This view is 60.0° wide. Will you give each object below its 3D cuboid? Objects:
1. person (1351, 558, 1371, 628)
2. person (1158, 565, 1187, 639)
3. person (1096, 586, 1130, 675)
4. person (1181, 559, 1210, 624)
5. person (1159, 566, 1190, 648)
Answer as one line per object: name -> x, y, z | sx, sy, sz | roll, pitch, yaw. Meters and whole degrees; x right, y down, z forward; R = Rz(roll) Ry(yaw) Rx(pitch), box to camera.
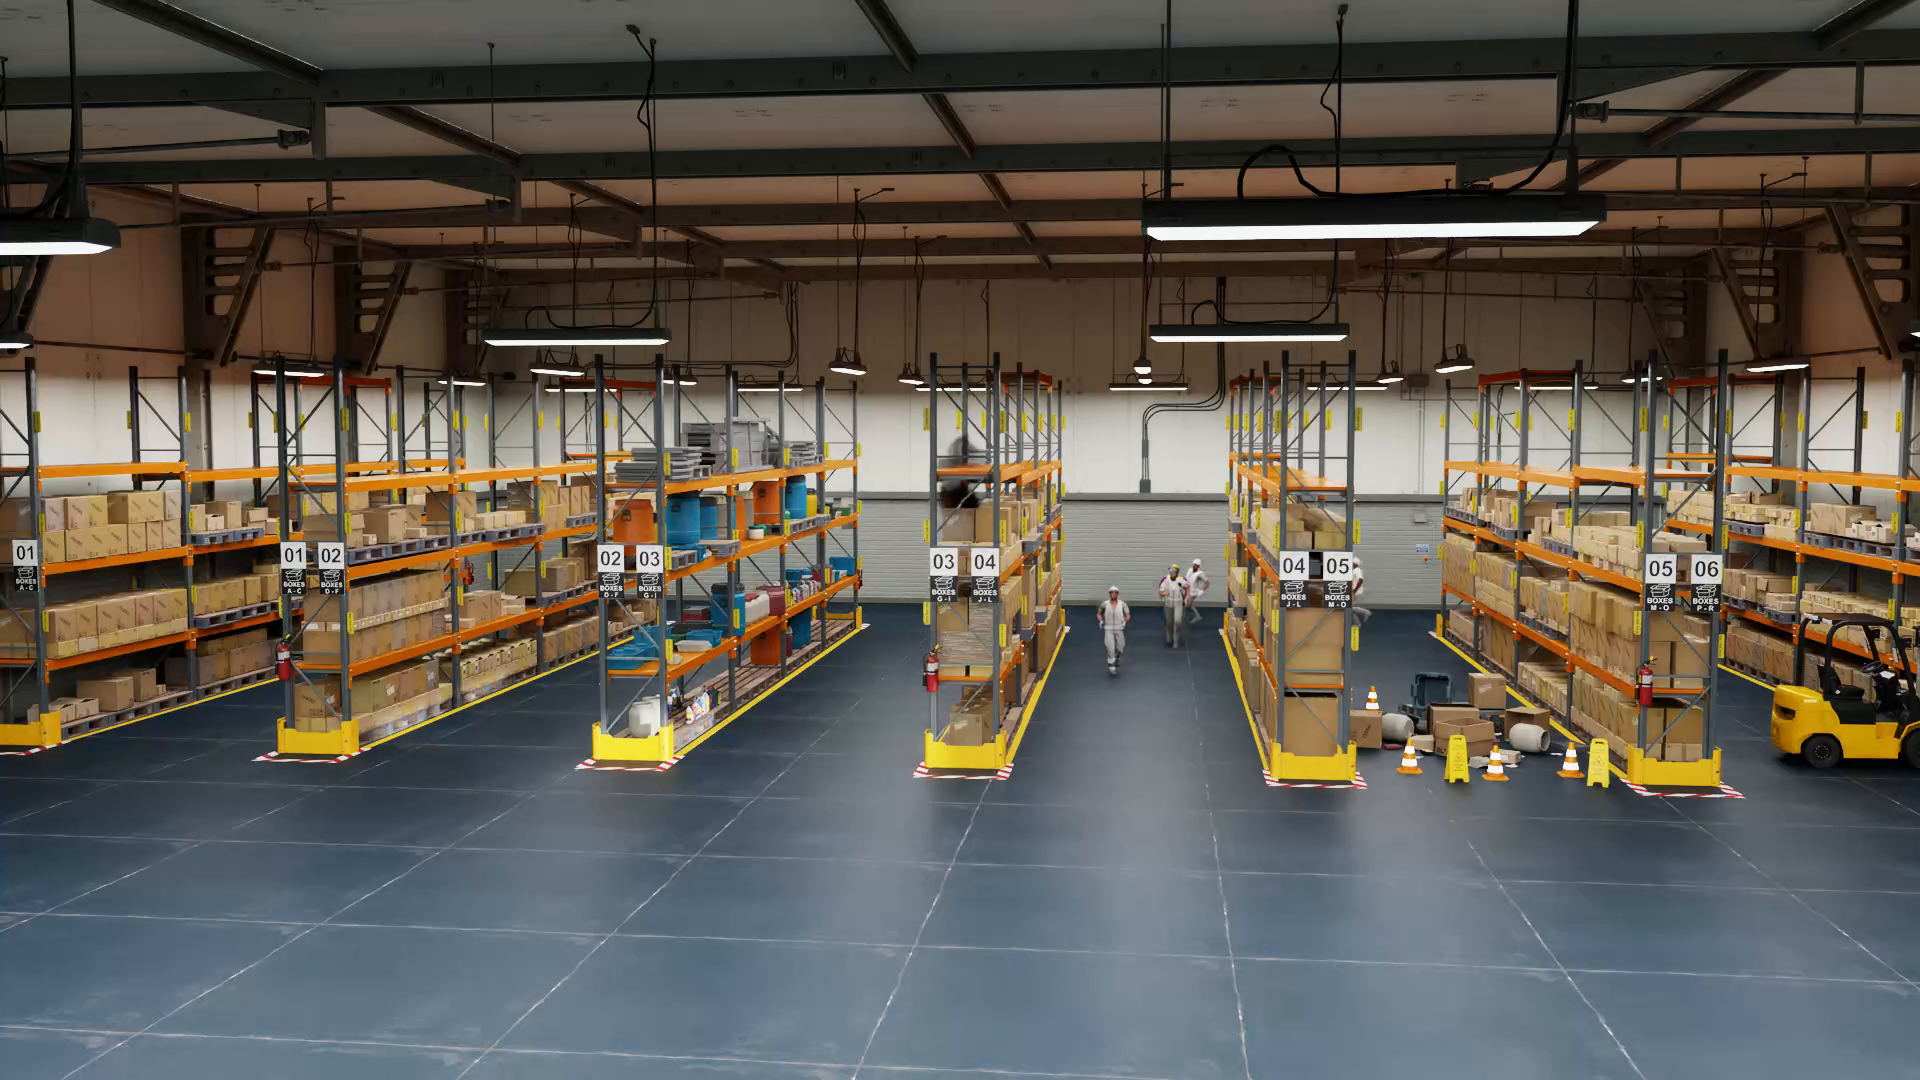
person -> 9.660, 1.297, 40.357 | 0.654, 1.738, 0.713 | 1, 4, 16
person -> 4.957, 1.424, 38.559 | 0.719, 1.725, 0.653 | 1, 4, 13
person -> 3.050, 1.792, 33.098 | 0.659, 1.742, 0.708 | 0, 4, 2
person -> 5.543, 1.282, 40.479 | 0.945, 1.697, 0.860 | 0, 4, 0
person -> 4.805, 1.491, 37.255 | 0.672, 1.844, 0.929 | 1, 4, 13
